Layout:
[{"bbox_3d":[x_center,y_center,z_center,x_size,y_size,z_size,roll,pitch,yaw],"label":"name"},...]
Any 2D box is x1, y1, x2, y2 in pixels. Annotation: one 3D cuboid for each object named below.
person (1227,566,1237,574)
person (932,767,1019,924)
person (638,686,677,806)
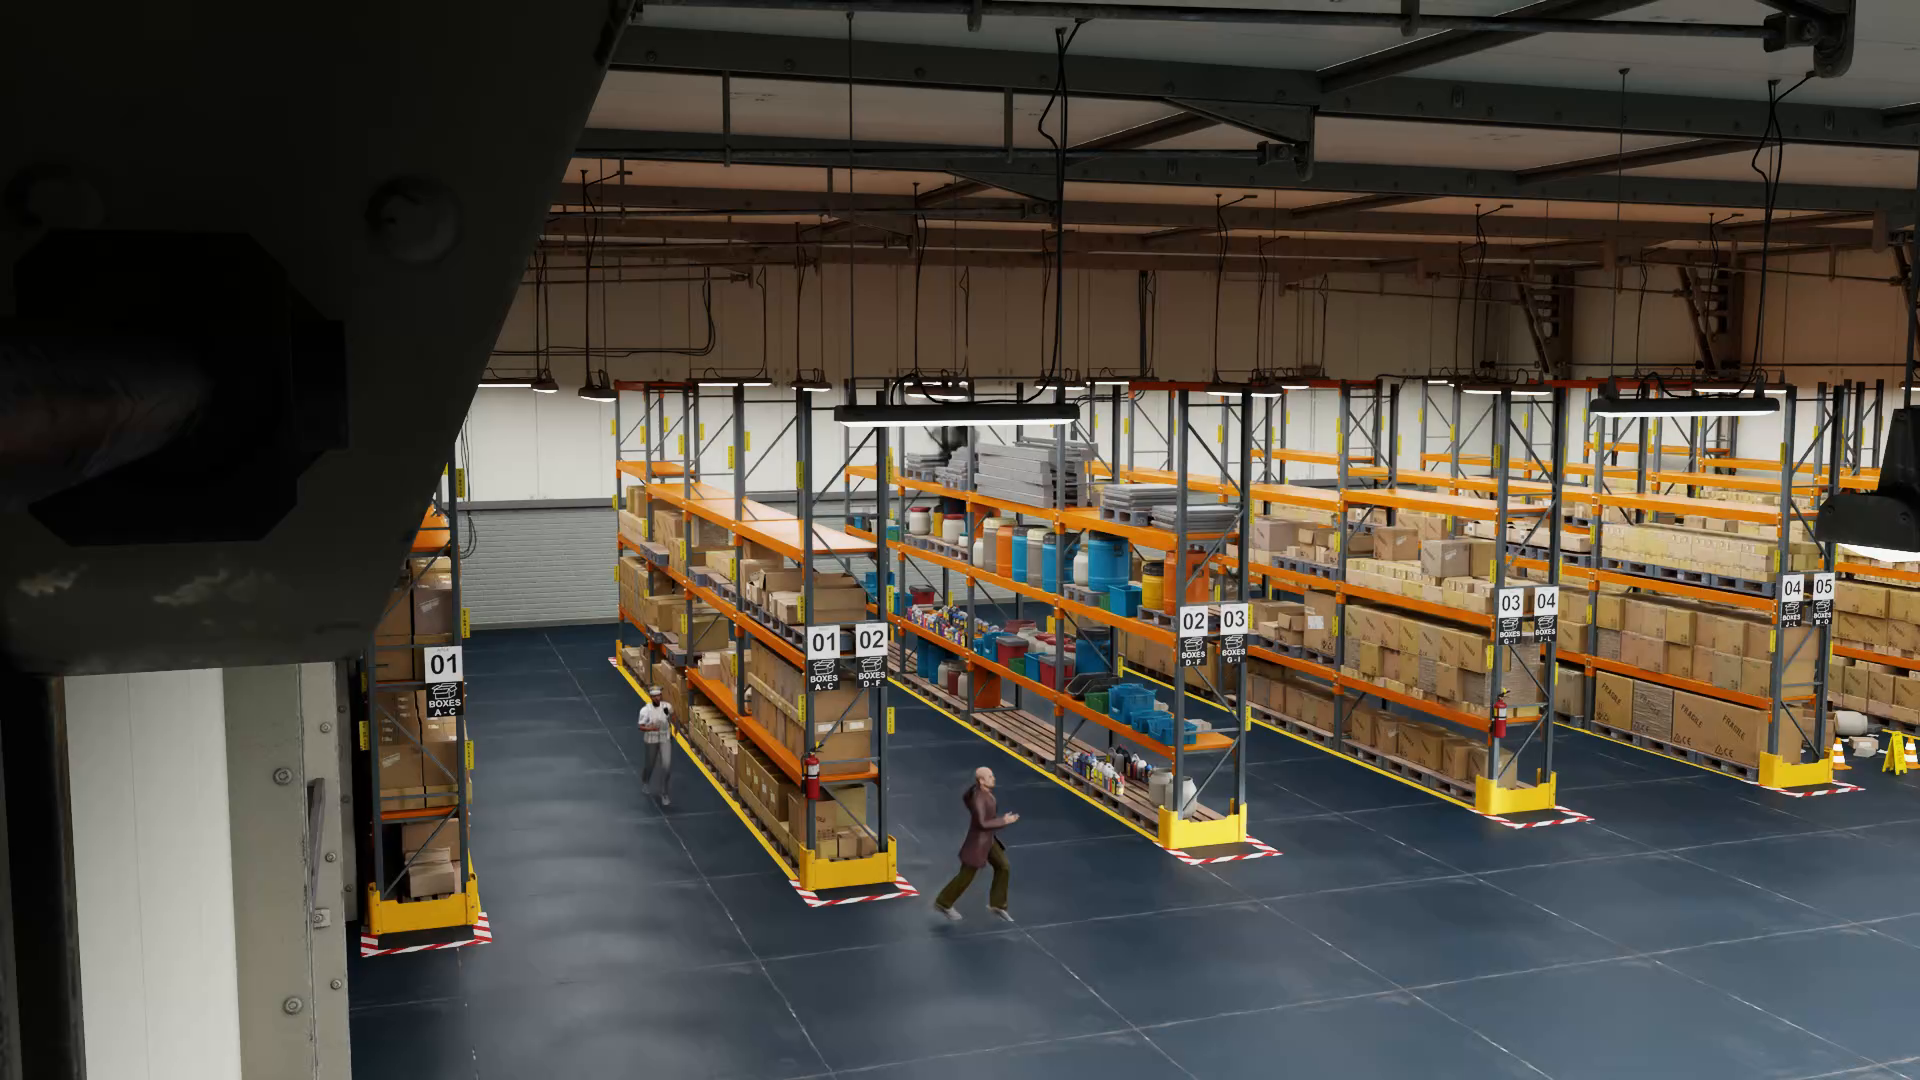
[{"bbox_3d":[6.715,1.089,41.304,0.956,1.760,0.730,-1,6,-11],"label":"person"},{"bbox_3d":[0.192,3.462,18.853,0.984,1.838,0.732,1,6,12],"label":"person"},{"bbox_3d":[-4.389,2.945,24.153,0.585,1.746,0.892,-2,6,-18],"label":"person"}]
